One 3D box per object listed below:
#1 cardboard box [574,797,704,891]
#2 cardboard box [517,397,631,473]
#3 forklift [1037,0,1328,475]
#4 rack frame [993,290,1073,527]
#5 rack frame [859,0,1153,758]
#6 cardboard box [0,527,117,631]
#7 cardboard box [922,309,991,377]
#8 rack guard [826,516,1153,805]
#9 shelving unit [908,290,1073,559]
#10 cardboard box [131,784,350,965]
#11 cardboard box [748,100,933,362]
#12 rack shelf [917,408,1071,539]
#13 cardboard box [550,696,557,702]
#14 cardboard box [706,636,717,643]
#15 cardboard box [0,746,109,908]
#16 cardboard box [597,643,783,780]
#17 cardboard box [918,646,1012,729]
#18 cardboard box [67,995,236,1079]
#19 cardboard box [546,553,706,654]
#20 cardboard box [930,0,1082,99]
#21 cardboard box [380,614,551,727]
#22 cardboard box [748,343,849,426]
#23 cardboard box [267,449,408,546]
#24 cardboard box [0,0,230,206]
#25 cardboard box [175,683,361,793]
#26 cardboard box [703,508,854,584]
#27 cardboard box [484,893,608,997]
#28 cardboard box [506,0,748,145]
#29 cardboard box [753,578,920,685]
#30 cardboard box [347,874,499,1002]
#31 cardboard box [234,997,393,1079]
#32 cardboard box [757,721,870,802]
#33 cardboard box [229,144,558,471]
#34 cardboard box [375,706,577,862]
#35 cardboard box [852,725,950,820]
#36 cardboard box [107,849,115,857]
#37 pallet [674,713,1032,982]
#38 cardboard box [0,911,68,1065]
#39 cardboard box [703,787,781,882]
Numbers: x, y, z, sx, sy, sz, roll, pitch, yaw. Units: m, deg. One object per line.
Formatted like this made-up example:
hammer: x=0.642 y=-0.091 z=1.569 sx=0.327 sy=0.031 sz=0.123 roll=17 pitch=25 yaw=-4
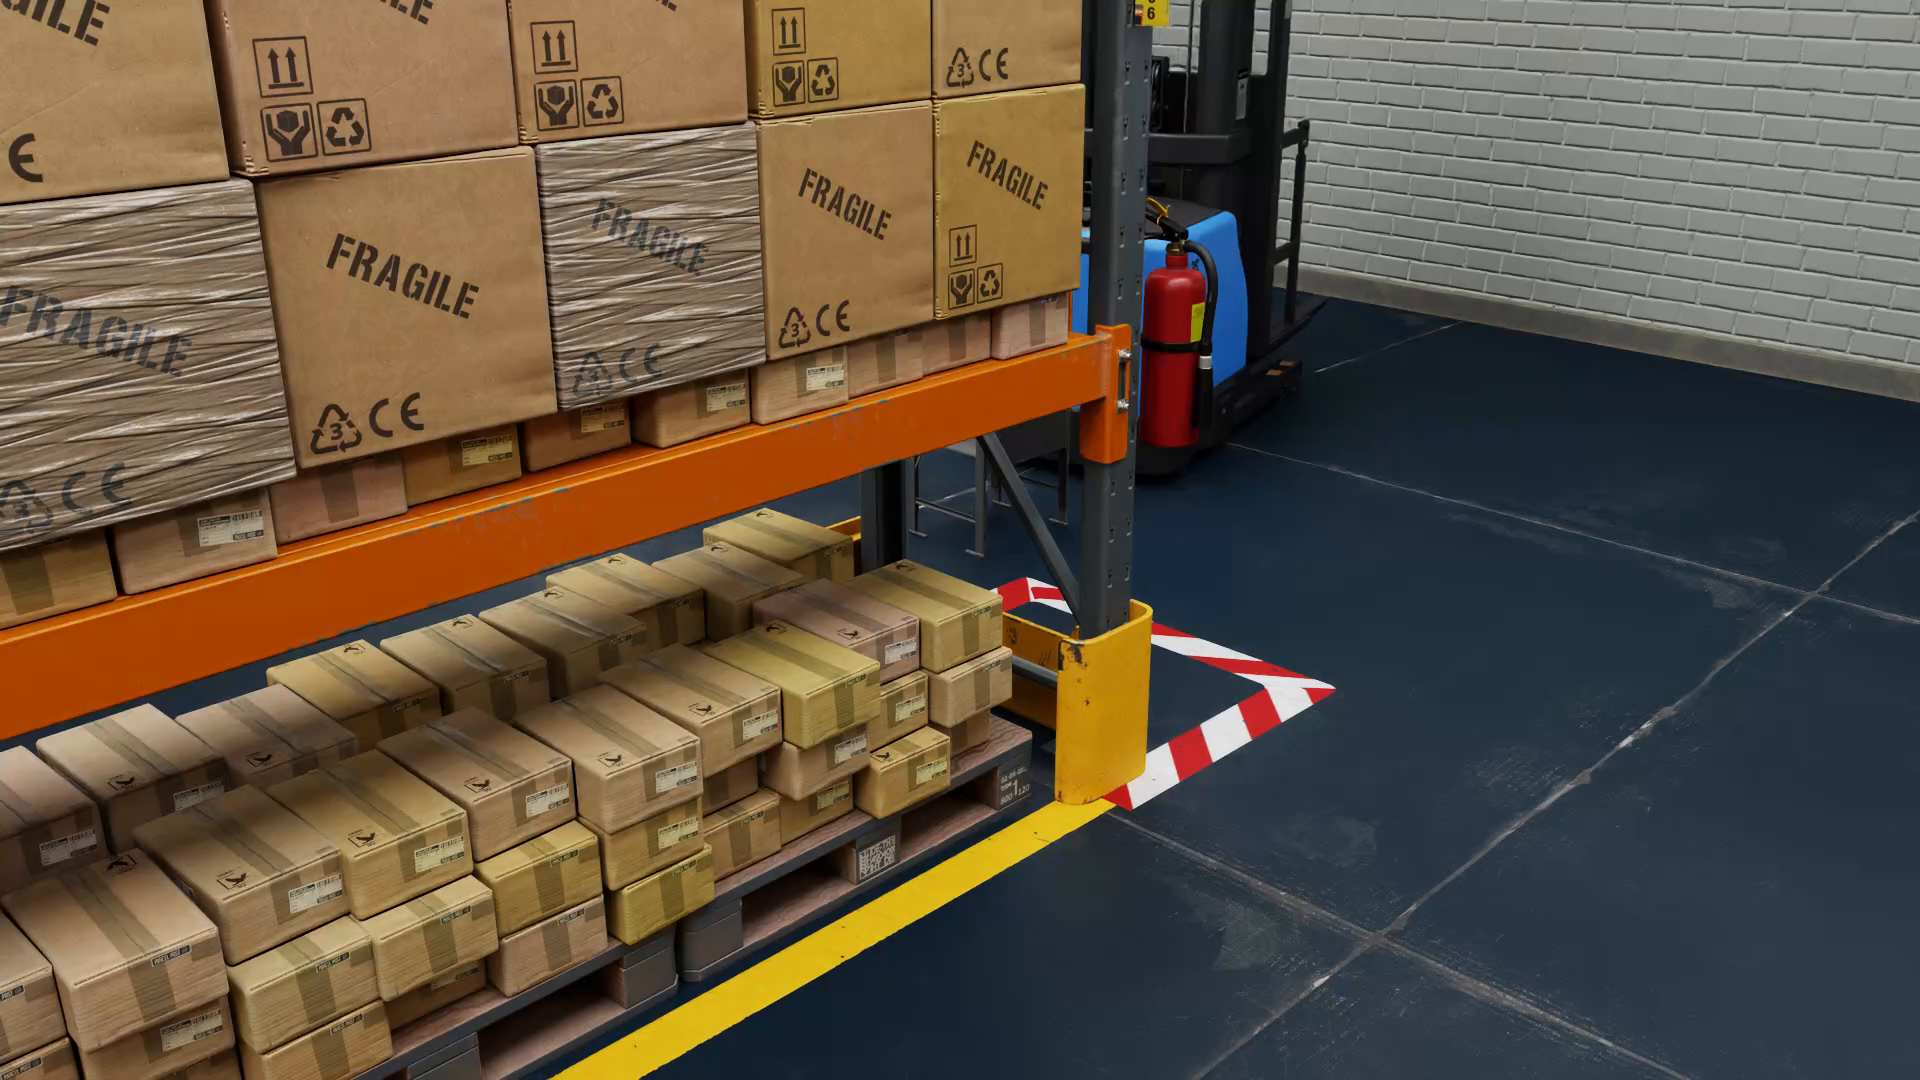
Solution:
cardboard box: x=-0.795 y=0.614 z=3.769 sx=0.250 sy=0.149 sz=0.380 roll=-20 pitch=28 yaw=-41
cardboard box: x=-0.905 y=-0.278 z=3.467 sx=0.380 sy=0.149 sz=0.250 roll=18 pitch=27 yaw=38
forklift: x=1.109 y=-2.131 z=8.033 sx=1.130 sy=2.935 sz=3.031 roll=11 pitch=24 yaw=26
rack frame: x=0.286 y=-1.085 z=6.472 sx=0.400 sy=2.100 sz=0.015 roll=19 pitch=28 yaw=41
rack frame: x=0.082 y=-0.859 z=4.628 sx=1.000 sy=3.000 sz=0.127 roll=19 pitch=28 yaw=41
cardboard box: x=-1.584 y=0.012 z=2.712 sx=0.250 sy=0.149 sz=0.380 roll=-20 pitch=28 yaw=-41
cardboard box: x=-0.143 y=-0.532 z=4.129 sx=0.380 sy=0.149 sz=0.250 roll=19 pitch=28 yaw=41
rack guard: x=0.029 y=0.327 z=5.026 sx=1.175 sy=0.500 sz=0.348 roll=19 pitch=28 yaw=41
shelving unit: x=0.115 y=-1.023 z=6.309 sx=0.431 sy=2.100 sz=0.503 roll=19 pitch=28 yaw=41
cardboard box: x=-1.411 y=0.648 z=3.267 sx=0.380 sy=0.149 sz=0.250 roll=18 pitch=27 yaw=39
cardboard box: x=-0.410 y=-0.733 z=3.748 sx=0.500 sy=0.500 sz=0.500 roll=19 pitch=28 yaw=40
rack shelf: x=0.115 y=-0.357 z=6.565 sx=0.431 sy=0.518 sz=0.480 roll=19 pitch=28 yaw=41
cardboard box: x=-1.063 y=0.388 z=4.359 sx=0.250 sy=0.149 sz=0.380 roll=-19 pitch=28 yaw=-40
cardboard box: x=-0.699 y=0.264 z=4.681 sx=0.380 sy=0.149 sz=0.250 roll=19 pitch=28 yaw=40
cardboard box: x=-1.969 y=0.588 z=3.422 sx=0.380 sy=0.149 sz=0.250 roll=18 pitch=27 yaw=38
cardboard box: x=-0.638 y=0.397 z=3.920 sx=0.380 sy=0.149 sz=0.250 roll=18 pitch=27 yaw=39
cardboard box: x=-0.082 y=0.344 z=4.472 sx=0.380 sy=0.149 sz=0.250 roll=18 pitch=28 yaw=39
cardboard box: x=-1.571 y=0.859 z=3.131 sx=0.250 sy=0.149 sz=0.380 roll=-19 pitch=28 yaw=-40
cardboard box: x=-0.900 y=0.181 z=4.481 sx=0.380 sy=0.149 sz=0.250 roll=19 pitch=28 yaw=40
cardboard box: x=-0.059 y=-1.331 z=3.909 sx=0.500 sy=0.500 sz=0.500 roll=19 pitch=28 yaw=40
cardboard box: x=-1.214 y=0.335 z=4.081 sx=0.250 sy=0.149 sz=0.380 roll=-19 pitch=28 yaw=-40
cardboard box: x=-0.469 y=-0.393 z=3.766 sx=0.250 sy=0.149 sz=0.380 roll=-19 pitch=28 yaw=-41
cardboard box: x=-1.239 y=-0.135 z=3.096 sx=0.250 sy=0.149 sz=0.380 roll=-19 pitch=28 yaw=-40
cardboard box: x=-1.495 y=-0.797 z=2.519 sx=0.500 sy=0.500 sz=0.500 roll=-20 pitch=28 yaw=-41
cardboard box: x=-1.537 y=0.480 z=3.705 sx=0.380 sy=0.149 sz=0.250 roll=19 pitch=28 yaw=41
cardboard box: x=-0.527 y=0.048 z=4.828 sx=0.380 sy=0.149 sz=0.250 roll=18 pitch=27 yaw=38
cardboard box: x=-0.989 y=0.814 z=3.663 sx=0.250 sy=0.149 sz=0.380 roll=-20 pitch=28 yaw=-41
cardboard box: x=-0.769 y=-1.065 z=3.217 sx=0.500 sy=0.500 sz=0.500 roll=-18 pitch=28 yaw=-39
cardboard box: x=-0.322 y=0.248 z=4.308 sx=0.250 sy=0.149 sz=0.380 roll=-20 pitch=28 yaw=-41
cardboard box: x=-1.159 y=0.753 z=3.407 sx=0.380 sy=0.149 sz=0.250 roll=20 pitch=28 yaw=41
cardboard box: x=-1.348 y=0.947 z=3.318 sx=0.380 sy=0.149 sz=0.250 roll=18 pitch=28 yaw=39
cardboard box: x=-0.443 y=0.478 z=4.123 sx=0.380 sy=0.149 sz=0.250 roll=18 pitch=27 yaw=39
cardboard box: x=-1.112 y=-0.475 z=3.075 sx=0.500 sy=0.500 sz=0.500 roll=-18 pitch=28 yaw=-39
cardboard box: x=-1.049 y=0.520 z=3.600 sx=0.380 sy=0.149 sz=0.250 roll=18 pitch=27 yaw=39
cardboard box: x=-0.242 y=0.555 z=4.338 sx=0.250 sy=0.149 sz=0.380 roll=-19 pitch=28 yaw=-40
cardboard box: x=-1.752 y=0.685 z=3.586 sx=0.380 sy=0.149 sz=0.250 roll=18 pitch=27 yaw=38
pallet: x=-0.563 y=0.662 z=4.557 sx=1.003 sy=0.211 sz=1.213 roll=19 pitch=28 yaw=41
cardboard box: x=-1.778 y=0.784 z=2.914 sx=0.380 sy=0.149 sz=0.250 roll=18 pitch=28 yaw=39
cardboard box: x=-0.651 y=0.668 z=4.044 sx=0.380 sy=0.149 sz=0.250 roll=20 pitch=28 yaw=41
